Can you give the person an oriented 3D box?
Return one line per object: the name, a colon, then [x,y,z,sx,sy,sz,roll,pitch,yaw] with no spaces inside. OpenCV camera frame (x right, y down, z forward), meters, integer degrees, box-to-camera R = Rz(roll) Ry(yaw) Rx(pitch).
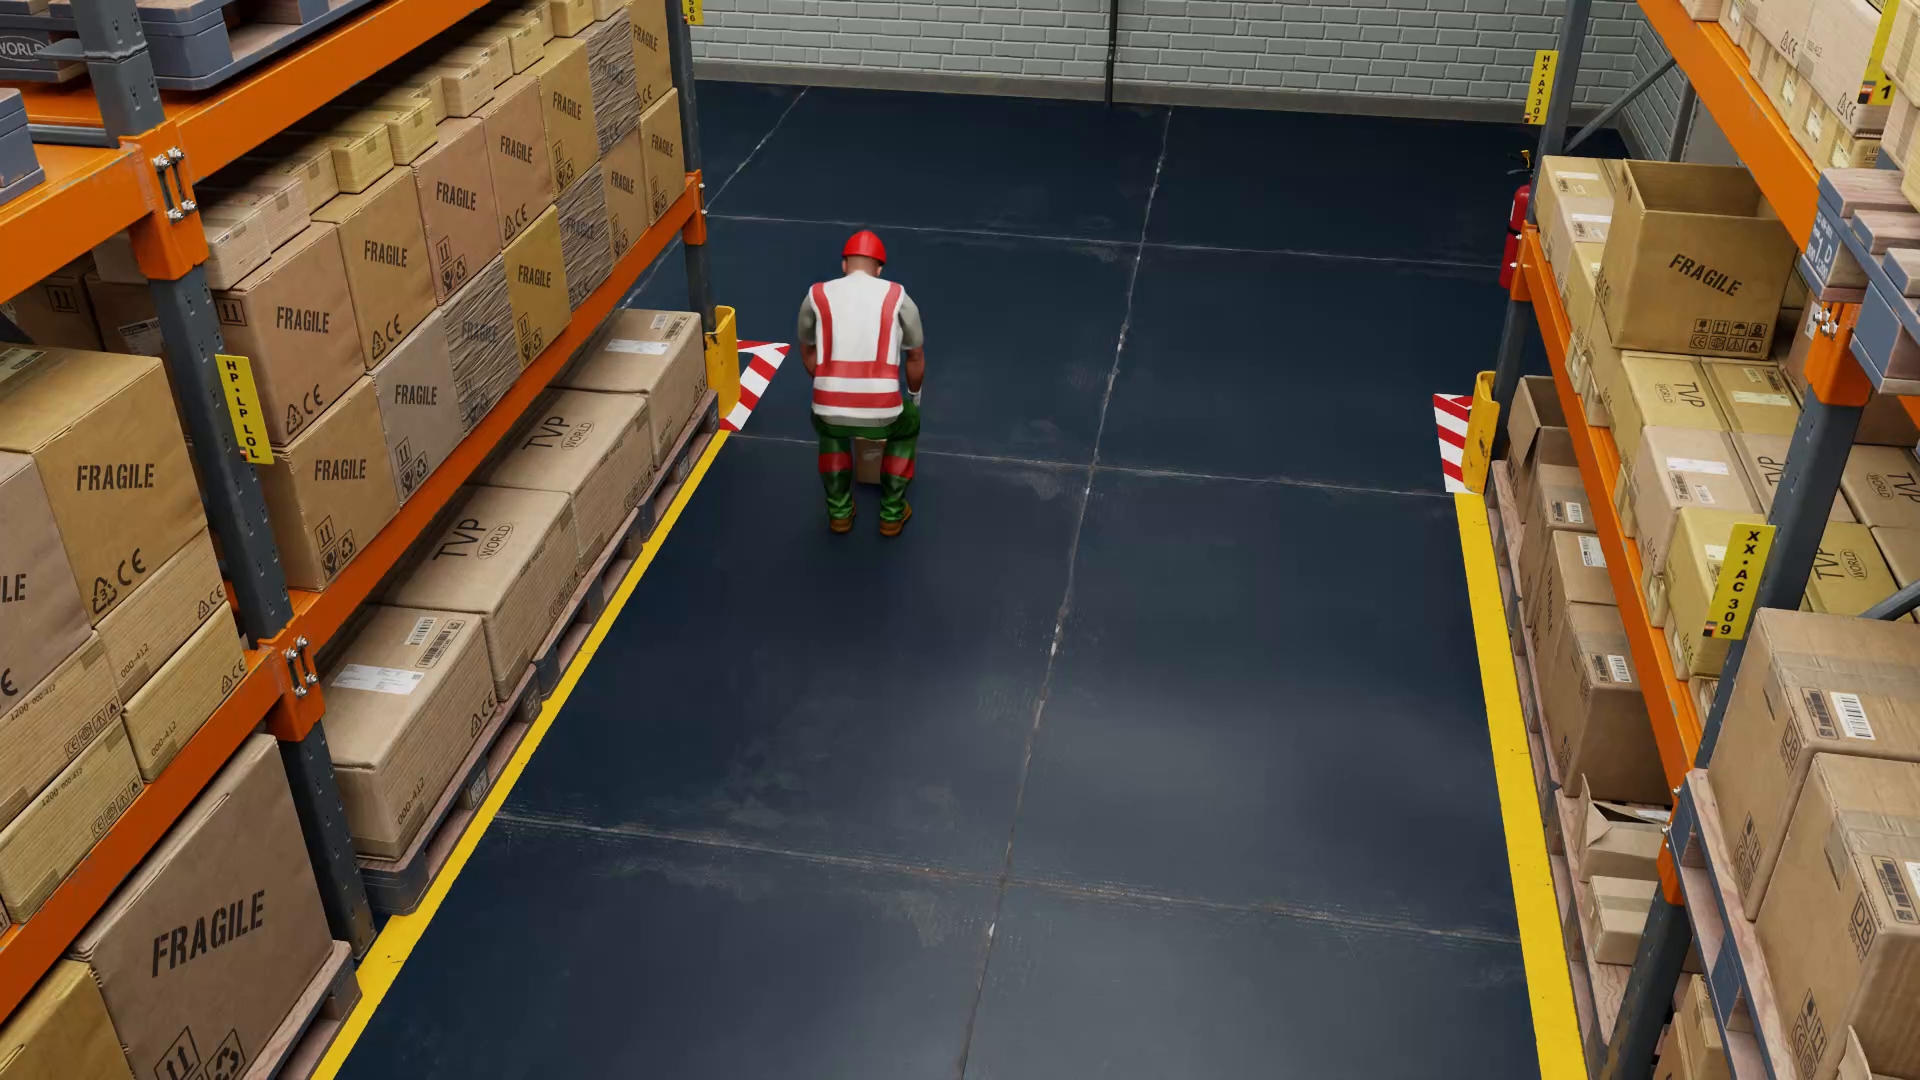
person: [-0.470,-0.695,7.663,0.584,1.321,0.808,4,32,7]
